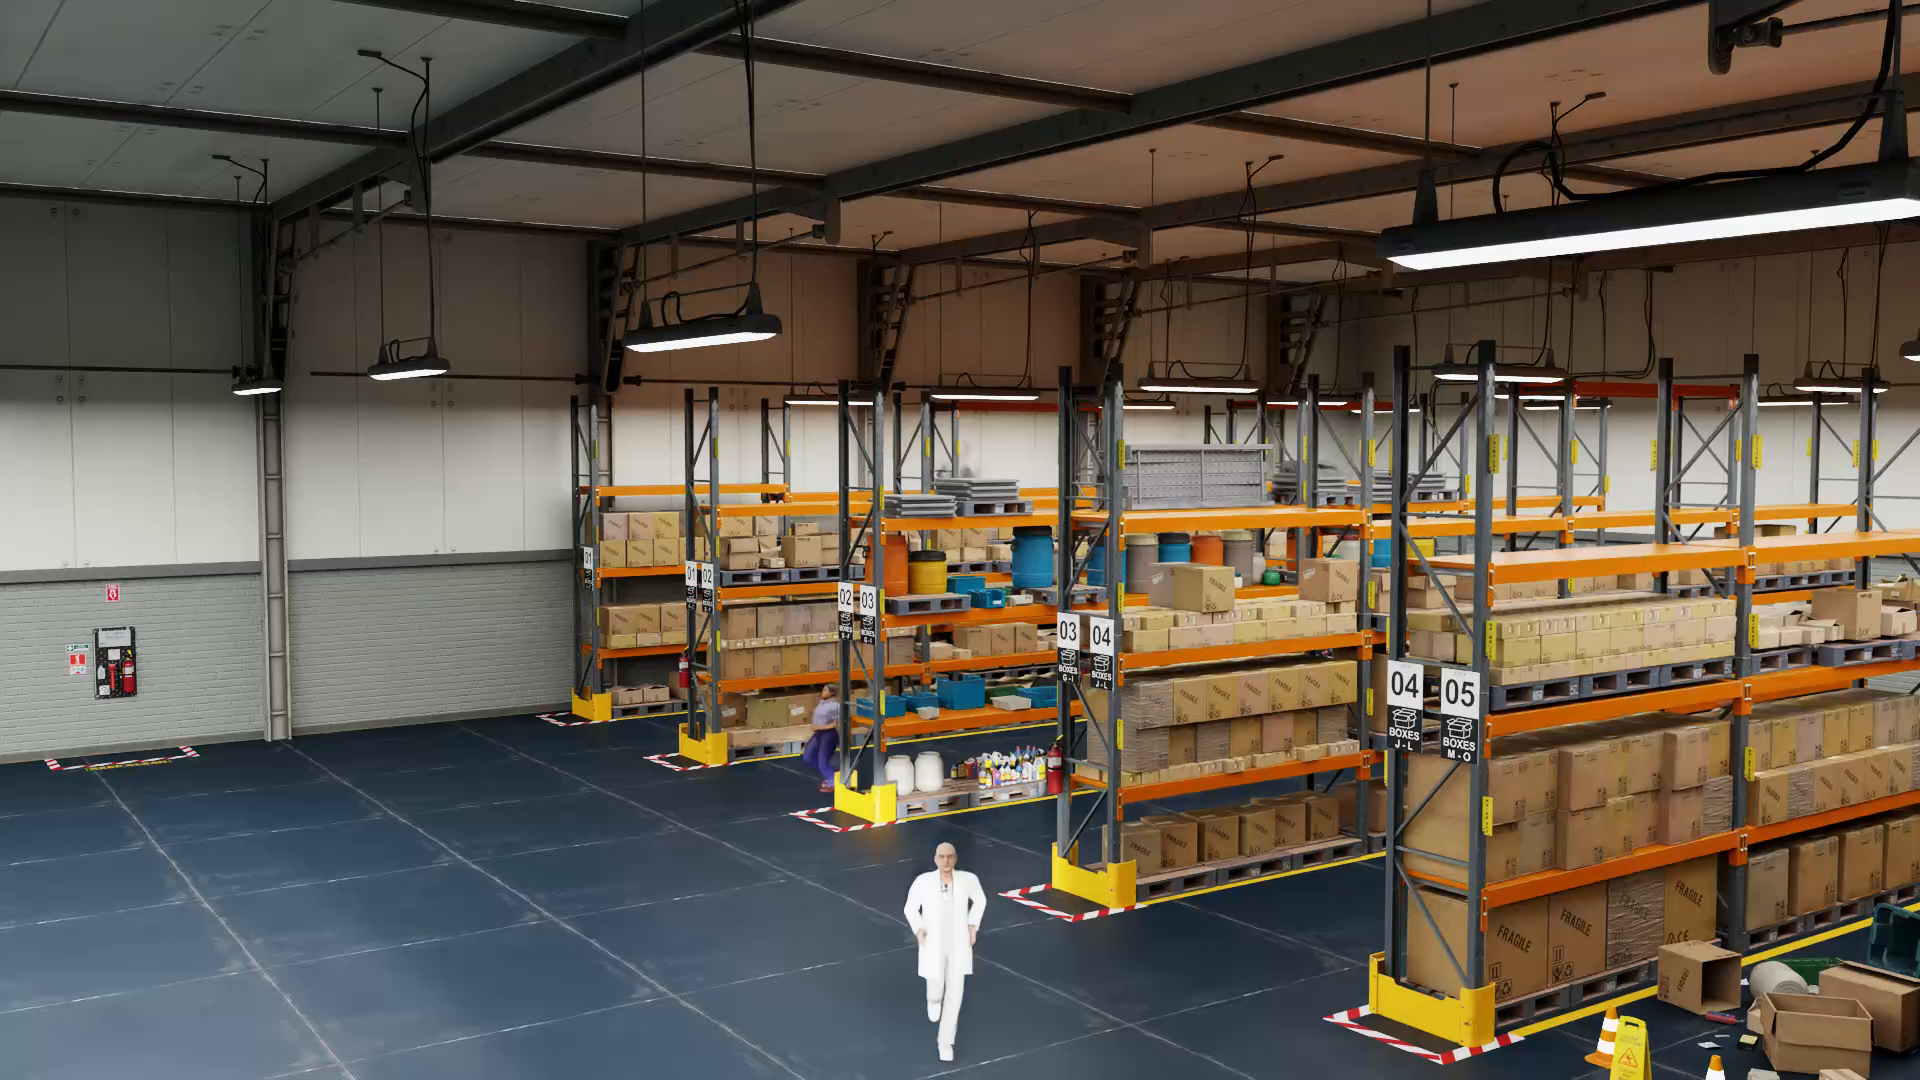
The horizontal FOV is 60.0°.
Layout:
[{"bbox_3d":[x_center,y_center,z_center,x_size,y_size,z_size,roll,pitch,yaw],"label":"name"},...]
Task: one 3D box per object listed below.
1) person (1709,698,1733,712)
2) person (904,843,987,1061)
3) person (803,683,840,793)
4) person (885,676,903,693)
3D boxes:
[{"bbox_3d":[10.491,2.916,22.875,0.612,1.739,0.651,-3,4,-38],"label":"person"},{"bbox_3d":[-0.115,3.440,14.132,0.708,1.748,0.875,0,3,-4],"label":"person"},{"bbox_3d":[-2.002,2.896,24.336,0.540,1.599,0.587,-3,4,-37],"label":"person"},{"bbox_3d":[-1.264,2.457,31.259,0.622,1.621,0.569,-3,5,-44],"label":"person"}]
